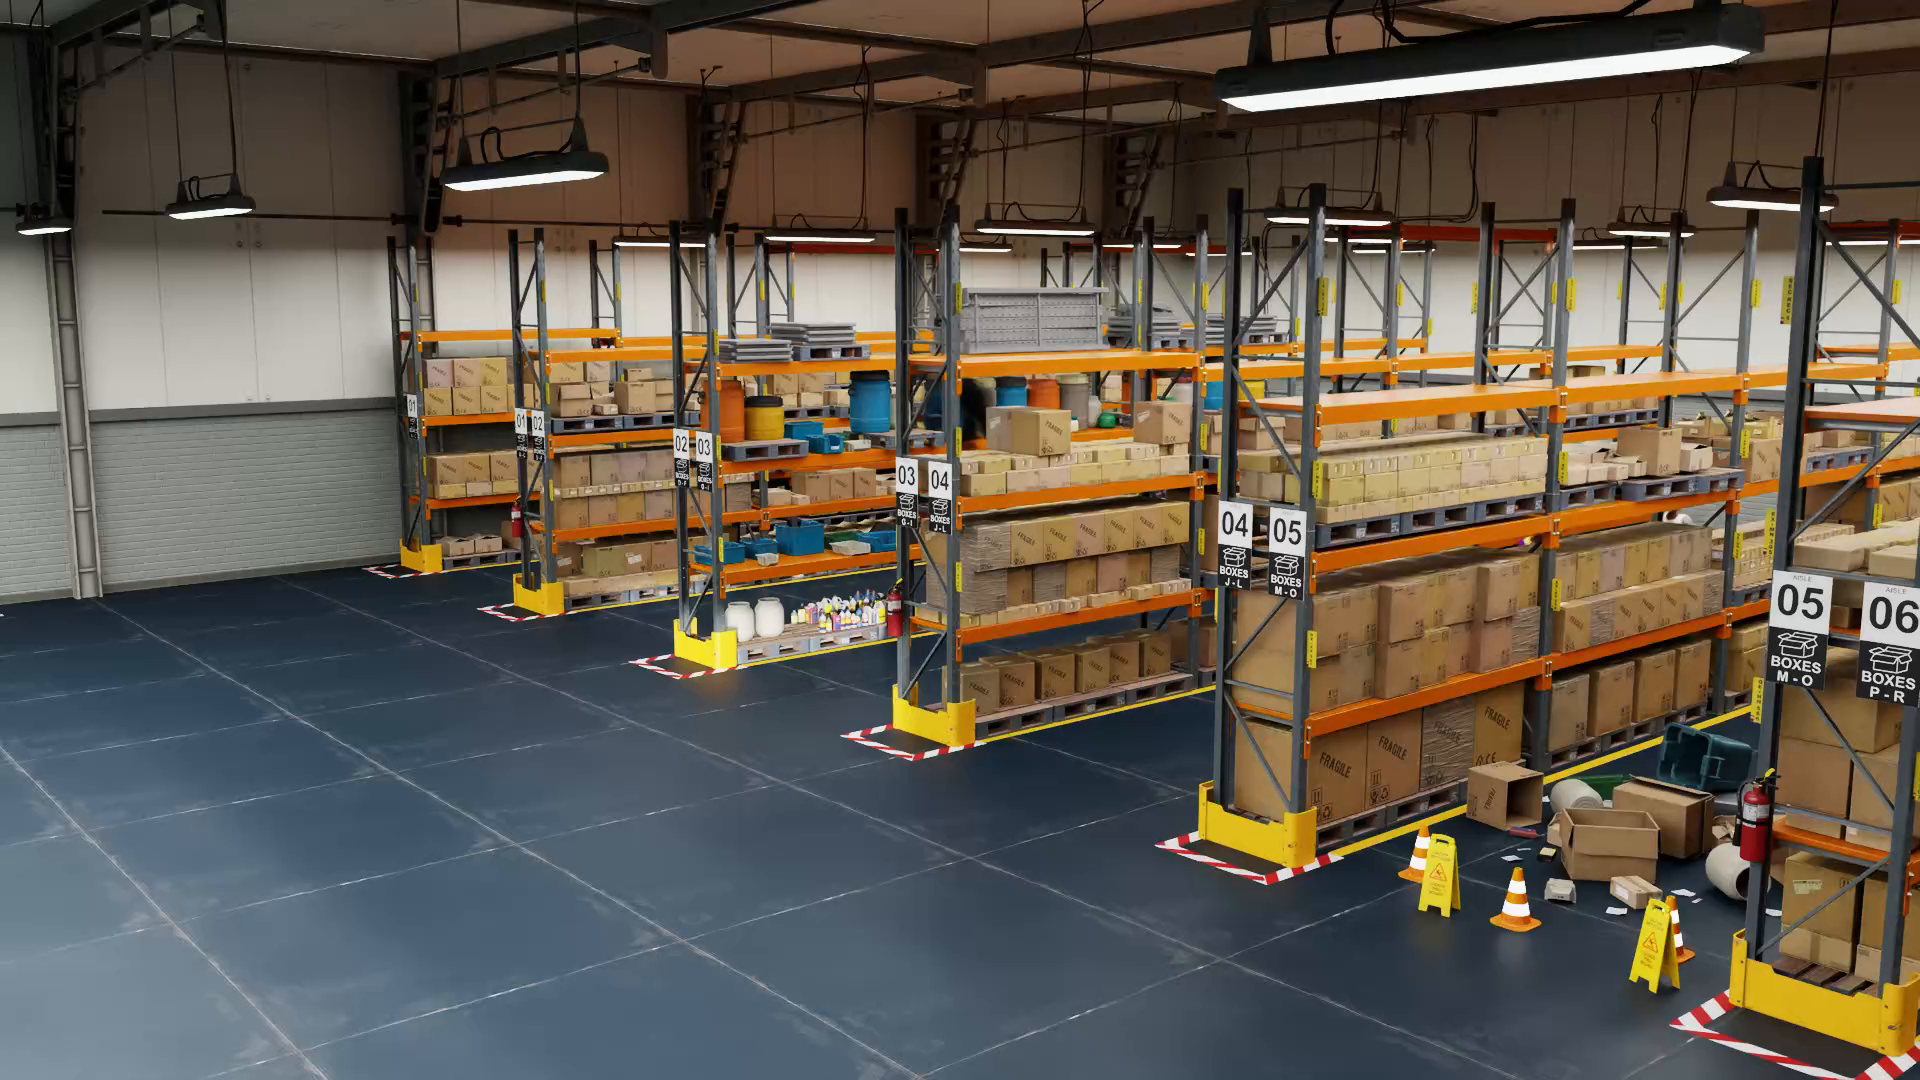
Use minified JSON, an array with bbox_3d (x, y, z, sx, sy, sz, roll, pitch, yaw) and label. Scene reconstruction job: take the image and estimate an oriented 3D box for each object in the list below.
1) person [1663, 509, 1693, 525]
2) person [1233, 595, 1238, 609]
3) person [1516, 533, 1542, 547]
[{"bbox_3d":[11.437,0.205,26.593,0.860,1.804,0.676,-7,11,-39],"label":"person"},{"bbox_3d":[4.605,0.204,26.844,0.612,1.747,0.806,8,12,41],"label":"person"},{"bbox_3d":[8.350,0.587,24.115,0.703,1.820,0.833,8,12,43],"label":"person"}]
